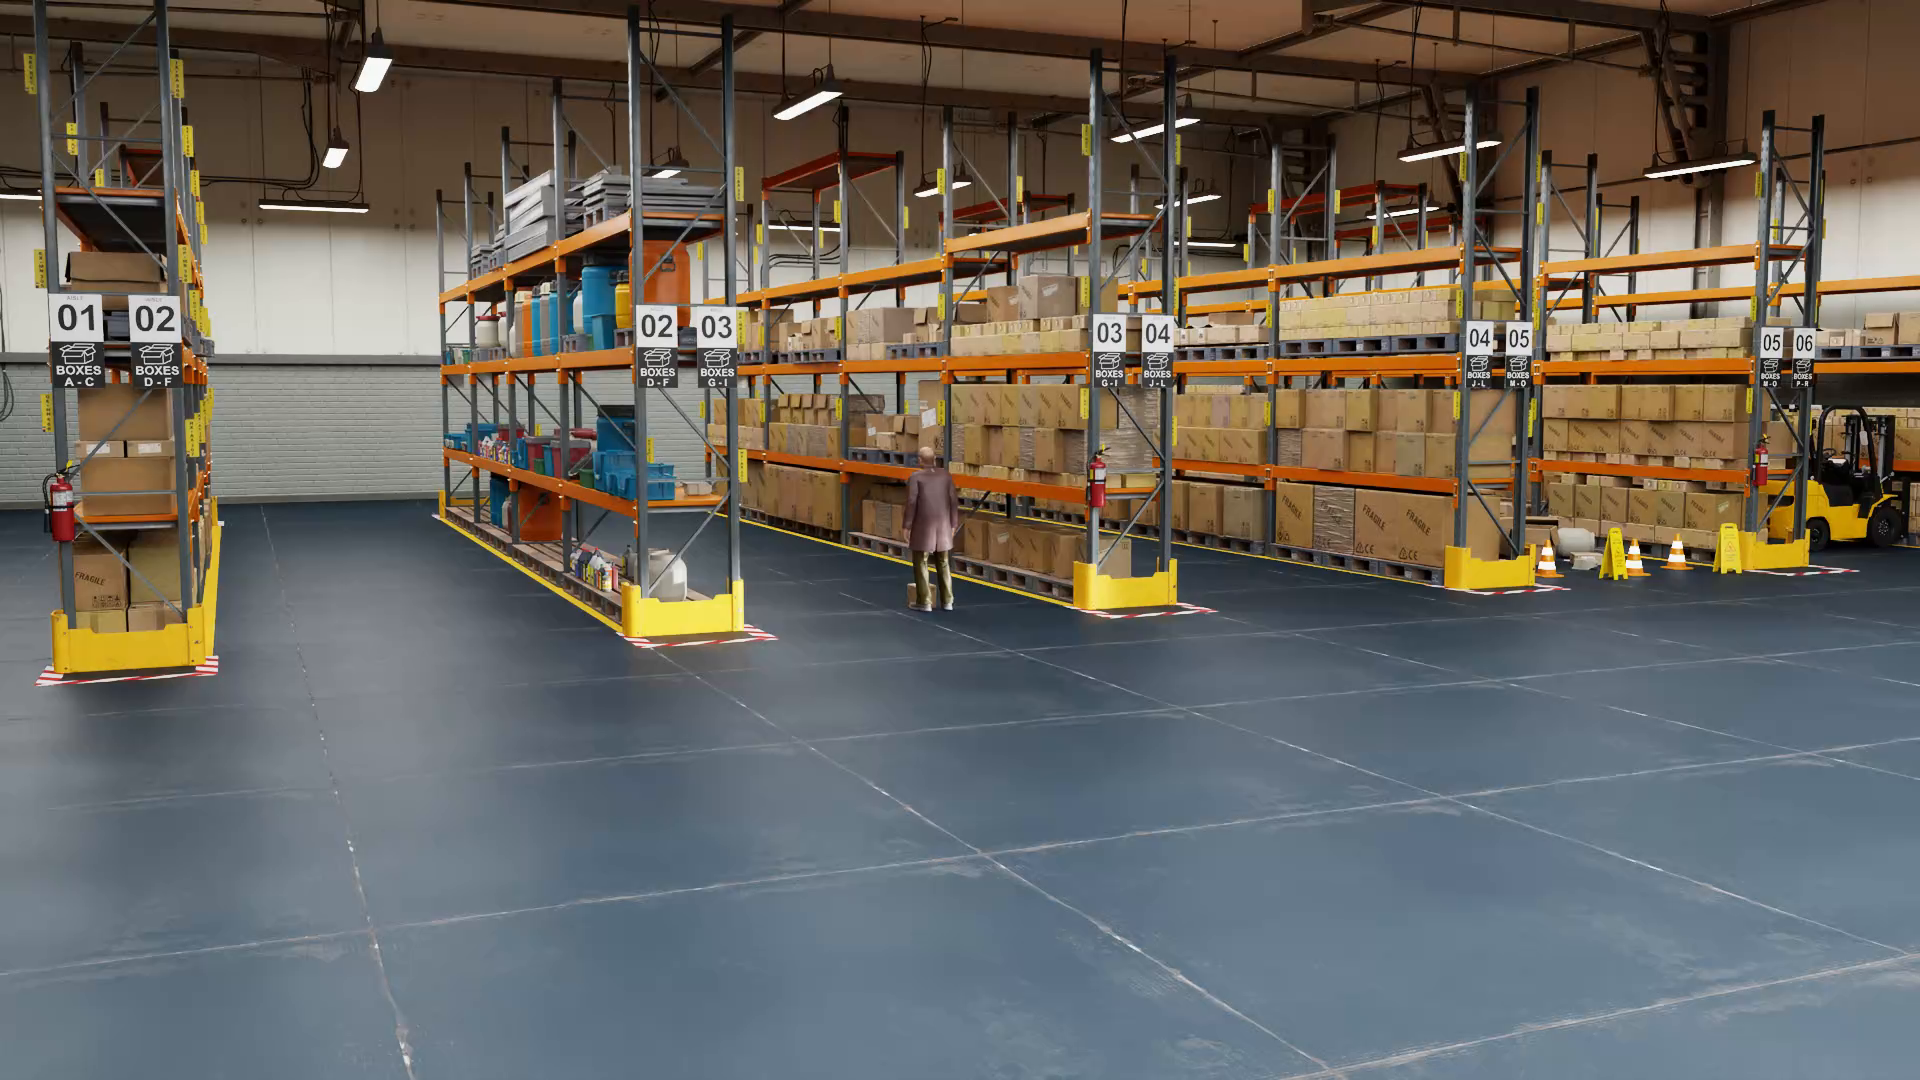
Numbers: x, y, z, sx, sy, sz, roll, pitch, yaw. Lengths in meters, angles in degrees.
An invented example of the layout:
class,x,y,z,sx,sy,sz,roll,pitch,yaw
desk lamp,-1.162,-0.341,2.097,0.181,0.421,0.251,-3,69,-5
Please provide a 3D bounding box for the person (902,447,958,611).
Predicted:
class,x,y,z,sx,sy,sz,roll,pitch,yaw
person,-0.322,-0.122,18.021,0.653,1.774,0.416,-2,6,-25
